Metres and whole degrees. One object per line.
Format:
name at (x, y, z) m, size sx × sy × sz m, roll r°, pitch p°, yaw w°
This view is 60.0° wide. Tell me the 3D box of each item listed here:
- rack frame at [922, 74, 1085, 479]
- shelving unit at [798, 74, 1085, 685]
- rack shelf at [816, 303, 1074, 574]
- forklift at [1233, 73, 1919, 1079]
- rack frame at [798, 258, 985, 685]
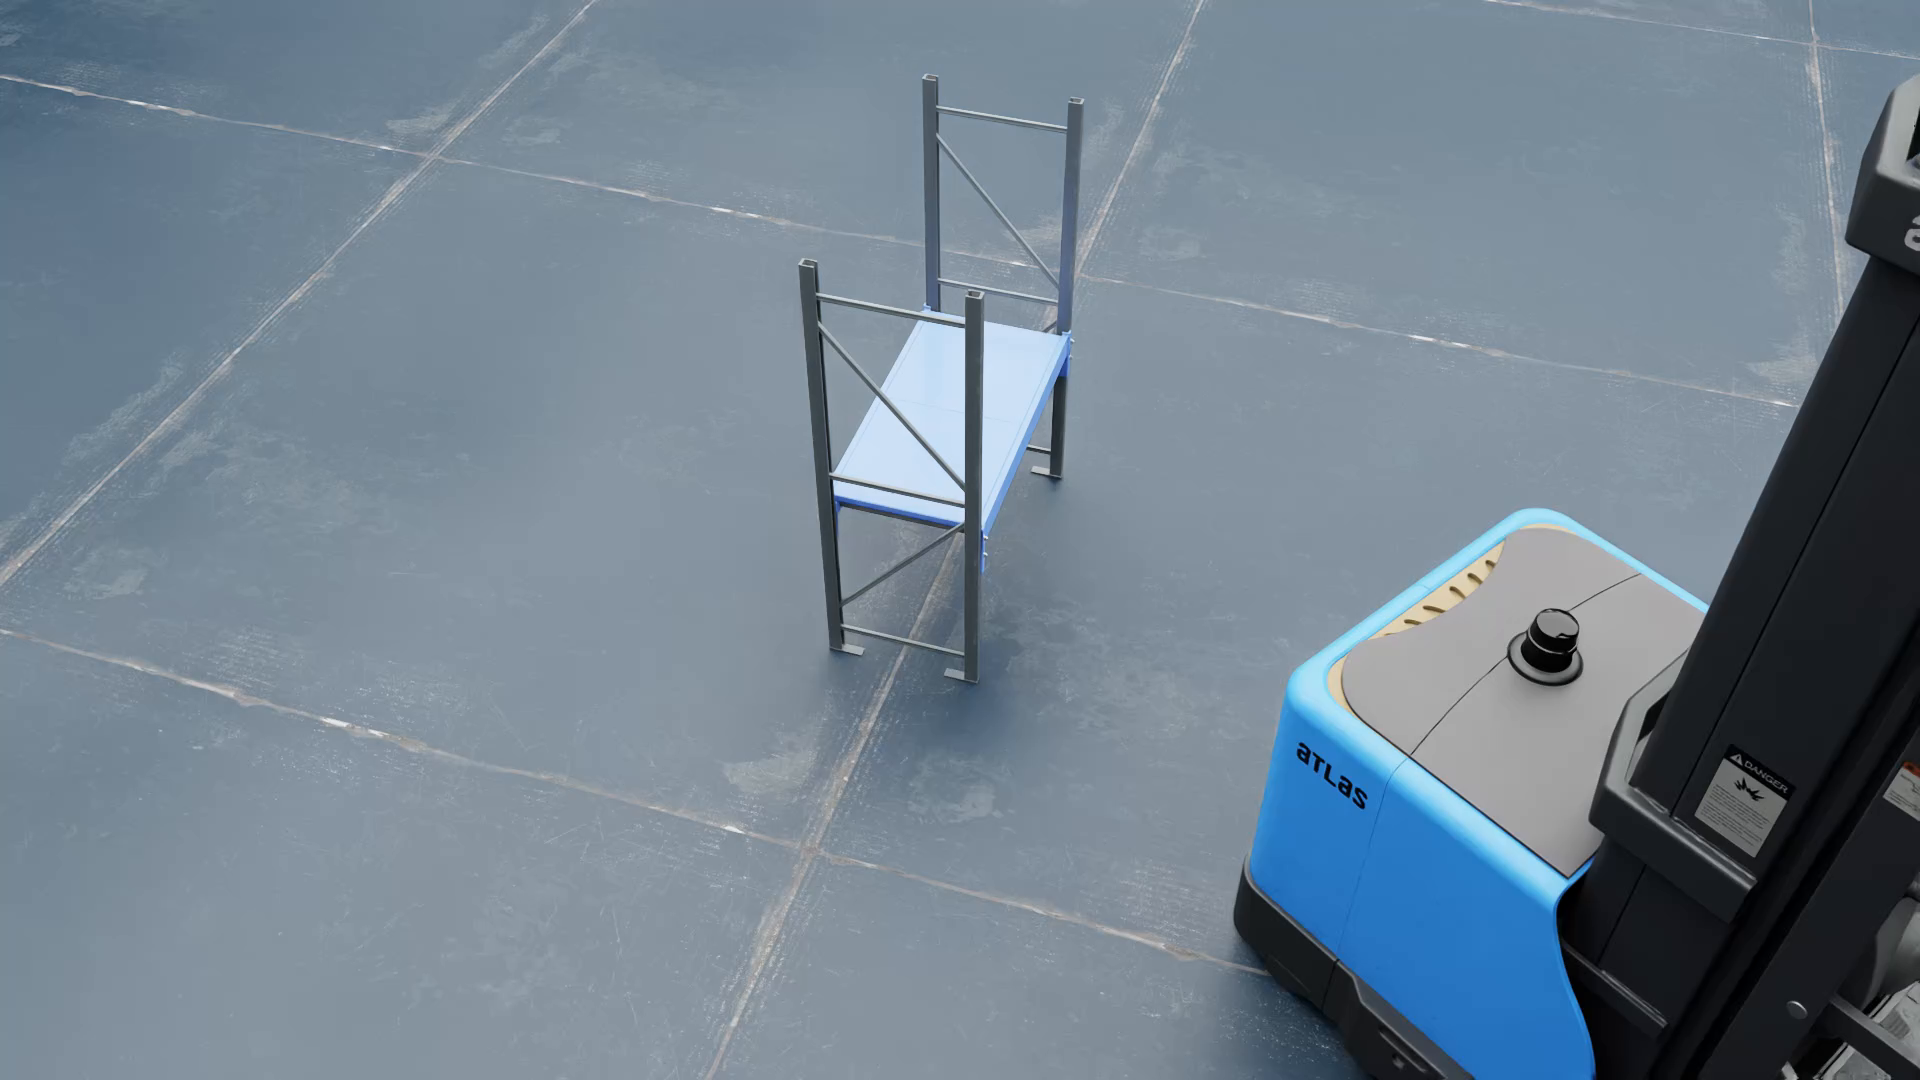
rack frame at (0.128, -0.818, 5.514) m, size 0.500 × 1.500 × 0.032 m, roll 13°, pitch 46°, yaw 12°
shelving unit at (-0.026, -0.479, 5.167) m, size 0.538 × 1.500 × 1.048 m, roll 13°, pitch 46°, yaw 12°
rack shelf at (-0.026, -0.351, 5.293) m, size 0.538 × 0.185 × 1.000 m, roll 13°, pitch 46°, yaw 12°
forklift at (2.082, 0.618, 3.022) m, size 1.130 × 2.935 × 3.031 m, roll -30°, pitch 52°, yaw -27°
rack frame at (-0.180, -0.140, 4.821) m, size 0.500 × 1.500 × 0.032 m, roll 13°, pitch 46°, yaw 12°
